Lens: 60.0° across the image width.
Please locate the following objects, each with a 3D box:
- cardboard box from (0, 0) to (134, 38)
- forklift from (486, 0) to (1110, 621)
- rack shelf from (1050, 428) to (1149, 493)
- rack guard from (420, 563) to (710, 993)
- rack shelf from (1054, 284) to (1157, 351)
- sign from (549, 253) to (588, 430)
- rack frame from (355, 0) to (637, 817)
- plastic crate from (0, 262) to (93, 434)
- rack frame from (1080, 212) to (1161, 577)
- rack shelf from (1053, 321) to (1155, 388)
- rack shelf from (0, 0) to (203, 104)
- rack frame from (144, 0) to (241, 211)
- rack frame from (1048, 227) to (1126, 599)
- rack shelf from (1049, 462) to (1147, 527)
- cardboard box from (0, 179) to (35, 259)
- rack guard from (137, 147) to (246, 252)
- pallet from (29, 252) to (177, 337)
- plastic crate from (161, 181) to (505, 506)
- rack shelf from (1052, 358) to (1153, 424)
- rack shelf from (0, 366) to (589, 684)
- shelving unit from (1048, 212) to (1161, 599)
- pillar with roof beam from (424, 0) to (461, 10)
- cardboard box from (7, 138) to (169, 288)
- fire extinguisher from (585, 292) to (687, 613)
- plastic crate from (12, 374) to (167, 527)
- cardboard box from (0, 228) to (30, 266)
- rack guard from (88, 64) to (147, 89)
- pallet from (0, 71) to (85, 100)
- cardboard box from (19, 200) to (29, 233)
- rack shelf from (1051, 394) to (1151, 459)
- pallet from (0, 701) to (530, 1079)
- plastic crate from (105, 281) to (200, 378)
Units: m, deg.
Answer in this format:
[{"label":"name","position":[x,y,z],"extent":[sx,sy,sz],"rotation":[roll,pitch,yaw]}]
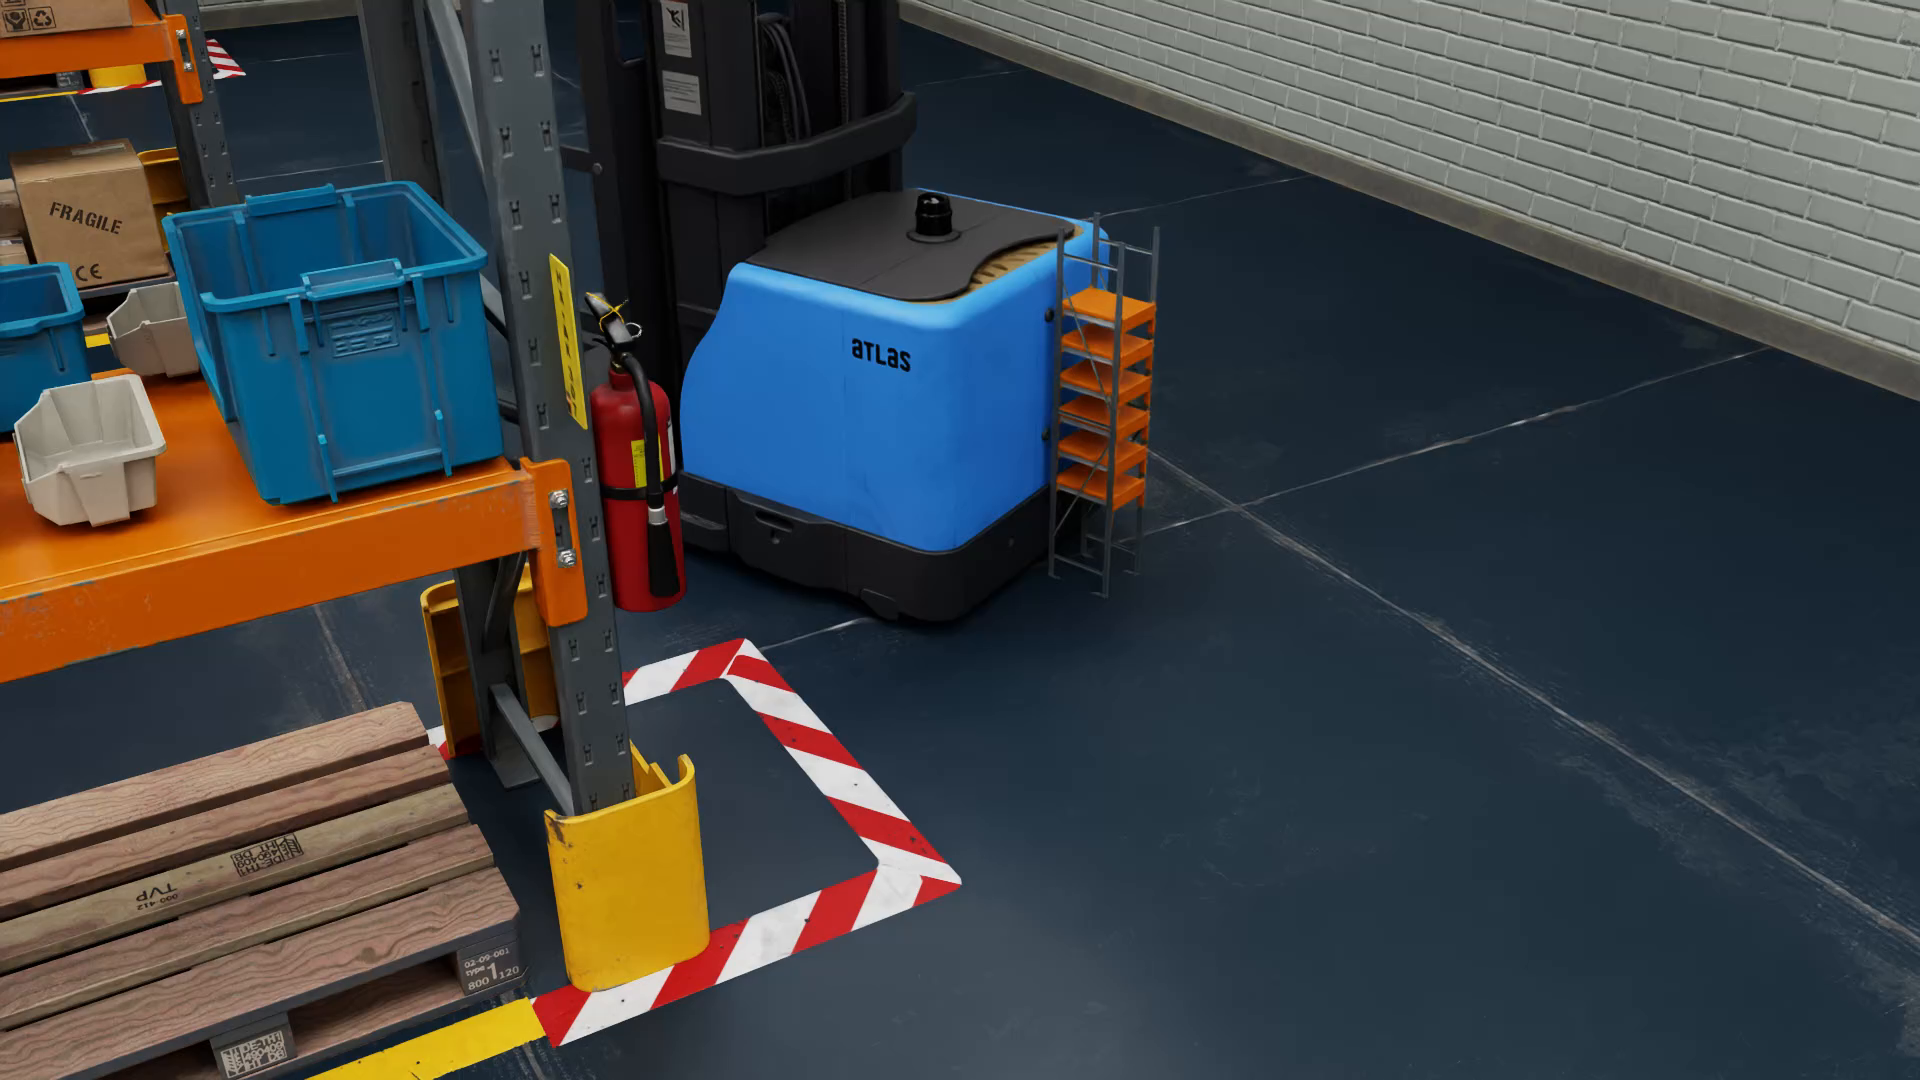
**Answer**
[{"label":"cardboard box","position":[-3.790,-2.413,6.914],"extent":[0.500,0.500,0.500],"rotation":[-15,32,-25]},{"label":"forklift","position":[-1.008,-1.566,5.554],"extent":[3.031,2.935,1.130],"rotation":[18,34,29]},{"label":"rack shelf","position":[0.445,-0.263,5.324],"extent":[0.258,0.103,0.180],"rotation":[22,36,34]},{"label":"rack guard","position":[-1.021,0.555,4.226],"extent":[0.348,0.500,1.175],"rotation":[-16,33,-26]},{"label":"rack shelf","position":[0.445,-0.683,5.092],"extent":[0.258,0.103,0.180],"rotation":[22,36,34]},{"label":"sign","position":[-0.743,-0.374,3.154],"extent":[0.005,0.325,0.100],"rotation":[-16,33,-26]},{"label":"rack frame","position":[-1.035,-0.528,3.602],"extent":[0.127,3.000,1.000],"rotation":[-16,33,-26]},{"label":"plastic crate","position":[-1.983,-0.396,3.475],"extent":[0.300,0.233,0.416],"rotation":[-16,33,-26]},{"label":"rack frame","position":[0.503,-0.441,5.307],"extent":[0.240,1.200,0.006],"rotation":[22,36,34]},{"label":"rack shelf","position":[0.445,-0.578,5.150],"extent":[0.258,0.103,0.180],"rotation":[22,36,34]},{"label":"rack shelf","position":[-5.266,-1.788,6.629],"extent":[4.000,0.370,1.077],"rotation":[-16,33,-26]},{"label":"rack frame","position":[-3.542,-2.592,7.342],"extent":[0.127,3.000,1.000],"rotation":[-16,33,-26]},{"label":"rack frame","position":[0.387,-0.372,5.183],"extent":[0.240,1.200,0.006],"rotation":[22,36,34]},{"label":"rack shelf","position":[0.445,-0.157,5.382],"extent":[0.258,0.103,0.180],"rotation":[22,36,34]},{"label":"cardboard box","position":[-4.585,-1.443,7.652],"extent":[0.500,0.250,0.500],"rotation":[-16,33,-26]},{"label":"rack guard","position":[-3.607,-1.479,7.913],"extent":[0.348,0.500,1.175],"rotation":[-16,33,-26]},{"label":"pallet","position":[-4.294,-1.157,7.628],"extent":[1.213,0.211,1.003],"rotation":[-16,33,-26]},{"label":"plastic crate","position":[-1.229,-0.410,3.289],"extent":[0.499,0.435,0.616],"rotation":[-16,33,-26]},{"label":"rack shelf","position":[0.445,-0.473,5.208],"extent":[0.258,0.103,0.180],"rotation":[22,36,34]},{"label":"rack shelf","position":[-2.760,0.277,2.888],"extent":[4.000,0.370,1.077],"rotation":[-16,33,-26]},{"label":"shelving unit","position":[0.445,-0.406,5.245],"extent":[0.258,1.200,0.189],"rotation":[22,36,34]},{"label":"pillar with roof beam","position":[-1.984,-6.509,8.231],"extent":[0.400,9.000,9.100],"rotation":[-16,33,-26]},{"label":"cardboard box","position":[-3.886,-1.455,7.413],"extent":[0.500,0.500,0.500],"rotation":[-16,33,-26]},{"label":"fire extinguisher","position":[-0.675,-0.178,3.434],"extent":[0.183,0.674,0.296],"rotation":[-16,33,-26]},{"label":"plastic crate","position":[-1.647,-0.163,3.153],"extent":[0.243,0.136,0.396],"rotation":[-16,33,-26]},{"label":"cardboard box","position":[-4.280,-1.247,7.382],"extent":[0.250,0.166,0.380],"rotation":[-16,33,-26]},{"label":"rack guard","position":[-6.034,-3.566,11.695],"extent":[0.348,0.500,1.175],"rotation":[-16,33,-26]},{"label":"pallet","position":[-6.704,-3.205,11.340],"extent":[1.213,0.211,1.003],"rotation":[-16,33,-26]},{"label":"cardboard box","position":[-4.292,-1.524,7.883],"extent":[0.250,0.166,0.380],"rotation":[-16,33,-26]},{"label":"rack shelf","position":[0.445,-0.368,5.266],"extent":[0.258,0.103,0.180],"rotation":[22,36,34]},{"label":"pallet","position":[-1.766,0.879,3.939],"extent":[1.213,0.211,1.003],"rotation":[-16,33,-26]},{"label":"plastic crate","position":[-1.734,-0.471,3.710],"extent":[0.298,0.136,0.250],"rotation":[-16,33,-26]}]
